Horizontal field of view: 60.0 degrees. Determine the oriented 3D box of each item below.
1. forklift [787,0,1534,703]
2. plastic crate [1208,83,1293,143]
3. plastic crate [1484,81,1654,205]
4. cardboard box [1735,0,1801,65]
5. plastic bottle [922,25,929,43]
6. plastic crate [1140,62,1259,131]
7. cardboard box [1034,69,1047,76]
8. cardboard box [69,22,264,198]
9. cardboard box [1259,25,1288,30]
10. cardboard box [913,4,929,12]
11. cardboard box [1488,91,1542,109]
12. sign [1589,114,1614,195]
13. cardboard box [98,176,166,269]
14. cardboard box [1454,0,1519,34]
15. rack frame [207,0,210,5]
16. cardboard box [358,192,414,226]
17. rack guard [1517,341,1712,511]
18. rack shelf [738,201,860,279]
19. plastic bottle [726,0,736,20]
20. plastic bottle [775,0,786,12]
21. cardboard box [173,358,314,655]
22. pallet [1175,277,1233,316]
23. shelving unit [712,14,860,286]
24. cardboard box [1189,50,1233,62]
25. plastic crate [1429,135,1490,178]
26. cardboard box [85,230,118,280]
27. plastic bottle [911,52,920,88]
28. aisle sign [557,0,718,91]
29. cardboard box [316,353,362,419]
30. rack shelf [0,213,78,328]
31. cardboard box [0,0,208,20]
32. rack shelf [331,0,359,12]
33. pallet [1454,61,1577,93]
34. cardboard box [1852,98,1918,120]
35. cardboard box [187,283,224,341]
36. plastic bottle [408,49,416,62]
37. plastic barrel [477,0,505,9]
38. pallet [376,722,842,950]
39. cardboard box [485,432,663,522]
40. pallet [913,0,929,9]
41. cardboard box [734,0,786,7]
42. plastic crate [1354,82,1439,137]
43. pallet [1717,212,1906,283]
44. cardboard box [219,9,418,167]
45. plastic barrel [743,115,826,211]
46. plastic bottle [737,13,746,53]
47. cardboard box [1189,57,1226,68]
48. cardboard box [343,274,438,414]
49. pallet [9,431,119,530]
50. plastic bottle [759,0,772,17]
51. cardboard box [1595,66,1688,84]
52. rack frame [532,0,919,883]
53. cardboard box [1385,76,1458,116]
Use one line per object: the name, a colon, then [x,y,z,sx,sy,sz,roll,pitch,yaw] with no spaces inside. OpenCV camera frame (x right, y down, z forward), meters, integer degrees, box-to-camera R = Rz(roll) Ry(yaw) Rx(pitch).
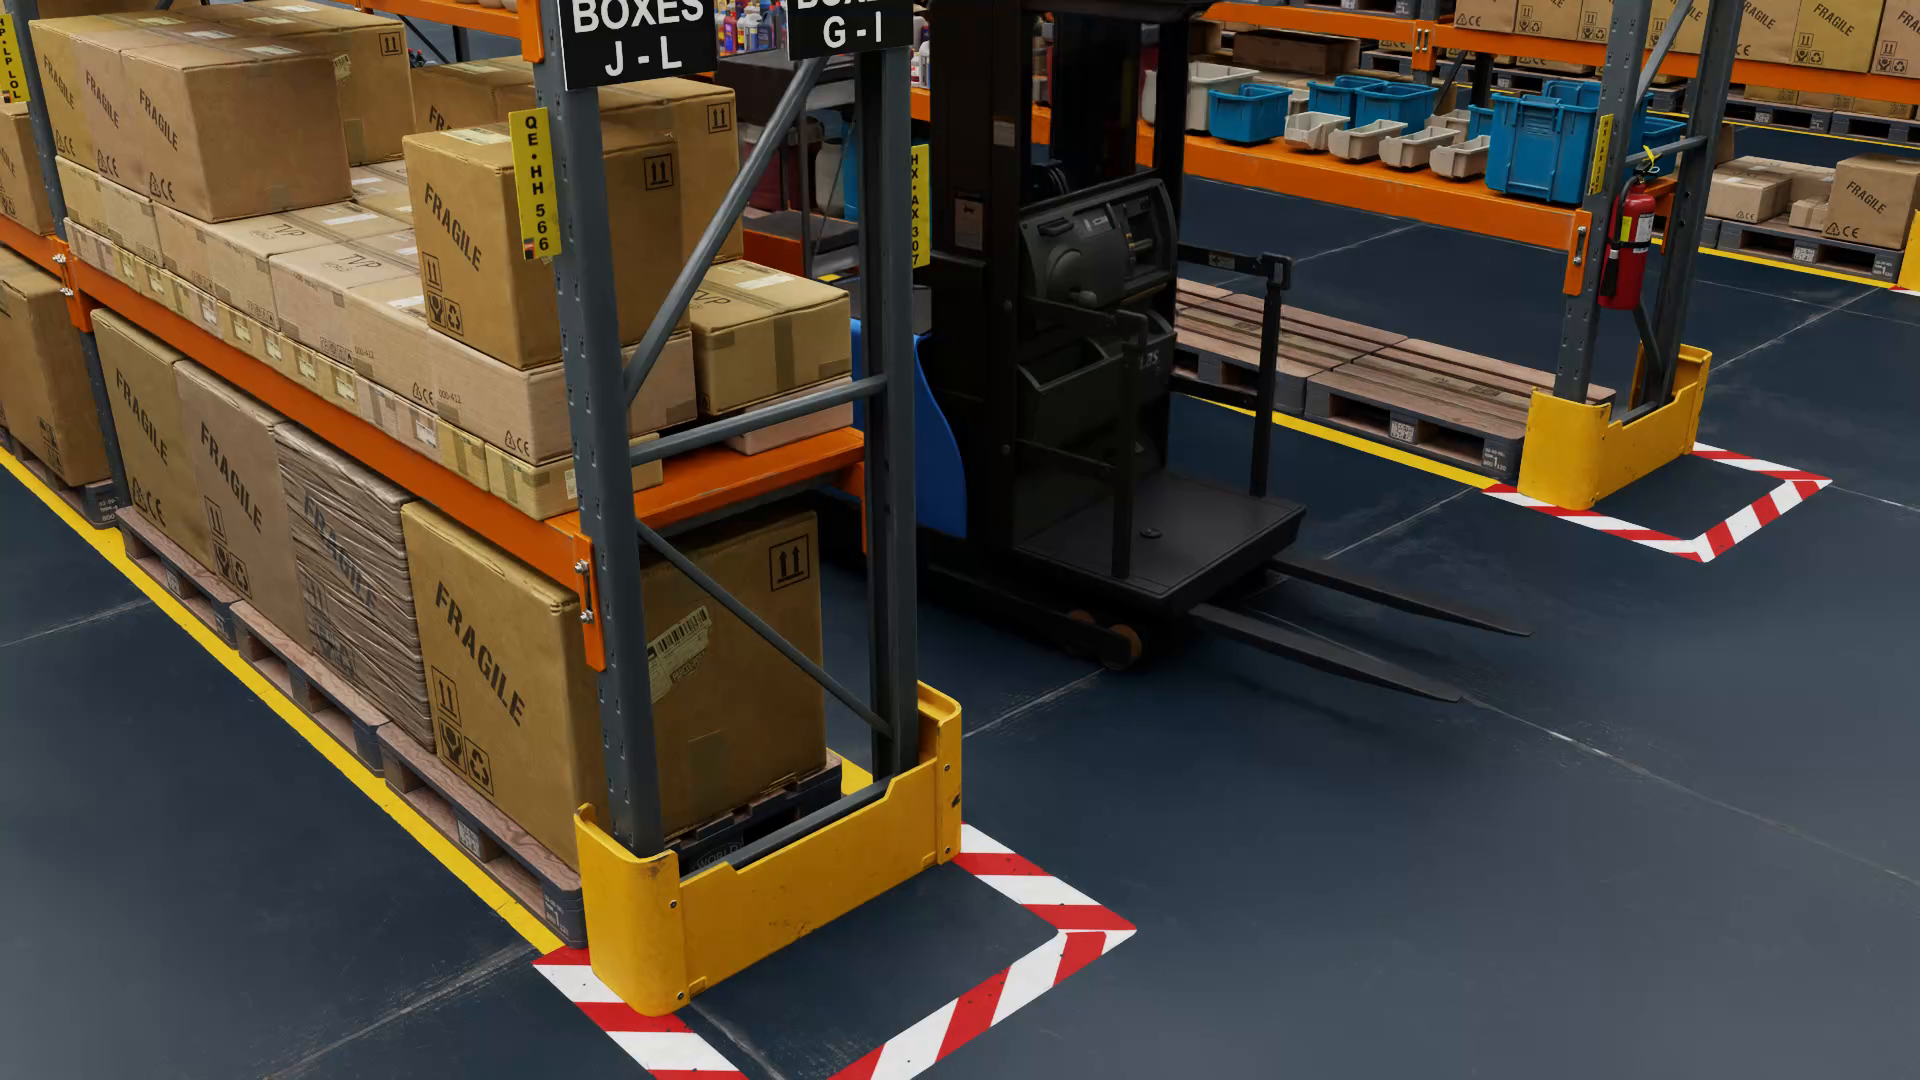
forklift: [0.694,-1.097,6.124,3.031,2.935,1.130,19,31,35]
plastic crate: [1.495,-2.207,8.603,0.416,0.233,0.300,-21,32,-38]
plastic crate: [2.721,-1.798,7.463,0.616,0.435,0.499,-21,32,-38]
cardboard box: [5.505,-3.523,11.239,0.500,0.500,0.500,-21,32,-38]
plastic bottle: [-0.194,-3.366,11.156,0.061,0.283,0.133,-21,32,-38]
plastic crate: [1.261,-2.377,8.916,0.437,0.282,0.530,-21,32,-38]
cardboard box: [0.698,-4.564,16.448,0.500,0.250,0.500,-20,31,-37]
cardboard box: [-2.792,-1.552,5.958,0.500,0.500,0.500,-21,32,-38]
cardboard box: [4.052,-6.396,20.138,0.700,0.500,0.500,-21,32,-39]
cardboard box: [-0.652,-5.744,18.358,0.500,0.311,0.500,-20,31,-37]
cardboard box: [4.567,-3.293,13.336,0.500,0.500,0.500,-21,32,-38]
sign: [2.695,-1.620,6.990,0.100,0.325,0.005,-21,32,-38]
cardboard box: [-2.797,-1.212,6.114,0.500,0.250,0.500,-21,32,-39]
cardboard box: [4.120,-4.136,12.582,0.500,0.500,0.500,-20,31,-37]
rack frame: [-7.850,-6.554,18.002,1.000,3.000,0.127,-21,32,-38]
cardboard box: [-1.722,-1.056,5.773,0.500,0.250,0.500,-22,32,-39]
rack guard: [3.112,-0.566,7.887,1.175,0.500,0.348,-21,32,-38]
rack shelf: [-0.712,-1.160,7.296,0.480,0.518,0.431,19,31,35]
plastic bottle: [-1.729,-3.998,12.639,0.097,0.201,0.097,0,25,0]
plastic bottle: [-1.305,-3.842,12.213,0.097,0.271,0.097,0,25,0]
cardboard box: [-2.256,-0.242,6.221,0.875,0.875,0.875,-21,32,-38]
pallet: [0.883,-1.438,10.147,1.003,0.211,1.213,-21,32,-38]
shelving unit: [-0.712,-1.173,7.291,0.503,2.100,0.431,19,31,35]
cardboard box: [2.400,-4.223,15.376,0.500,0.500,0.500,22,33,40]
plastic crate: [2.396,-1.809,7.848,0.396,0.136,0.243,-21,32,-38]
cardboard box: [-3.125,-1.135,6.427,0.250,0.149,0.380,23,33,40]
plastic bottle: [-0.253,-2.883,10.195,0.097,0.201,0.097,0,25,0]
aisle sign: [-0.699,-1.377,3.523,0.394,0.787,0.004,-21,32,-38]
cardboard box: [-1.713,-0.511,5.058,0.380,0.149,0.250,-22,33,-40]
rack shelf: [-4.631,-1.792,8.430,1.077,0.370,4.000,-21,32,-38]
cardboard box: [-3.706,-2.206,7.143,0.797,0.503,0.637,-22,33,-40]
rack shelf: [-6.483,-5.621,16.823,1.077,0.370,4.000,-21,32,-38]
pallet: [6.163,-5.042,18.048,1.003,0.211,1.213,-21,32,-38]
cardboard box: [8.710,-4.218,15.387,0.700,0.500,0.500,-20,31,-37]
cardboard box: [-2.418,-0.822,5.741,0.380,0.149,0.250,-21,32,-38]
plastic bottle: [-5.494,-4.756,16.724,0.185,0.351,0.144,22,33,40]
plastic barrel: [-3.825,-4.698,13.771,0.433,0.535,0.433,0,25,0]
pallet: [-1.133,0.747,5.358,1.003,0.211,1.213,-21,32,-38]
cardboard box: [-1.013,-0.202,4.380,0.380,0.149,0.250,-20,32,-38]
pallet: [-0.037,-7.817,24.130,1.003,0.211,1.213,-21,32,-38]
cardboard box: [-2.308,-6.261,19.263,0.500,0.500,0.500,-21,32,-38]
plastic crate: [2.257,-2.225,8.642,0.416,0.233,0.300,-21,32,-38]
pallet: [6.107,-2.106,11.612,1.003,0.211,1.213,-21,32,-38]
cardboard box: [-2.415,-1.705,6.292,0.500,0.500,0.500,-21,32,-38]
plastic barrel: [-1.263,-2.739,12.038,0.600,0.588,0.708,-21,32,-38]
plastic bottle: [-1.474,-3.456,11.367,0.097,0.271,0.097,0,25,0]
cardboard box: [2.040,-4.068,15.034,0.500,0.500,0.500,-22,32,-39]
cardboard box: [-1.401,-0.594,4.760,0.500,0.250,0.500,-22,32,-39]
pallet: [-3.846,-0.457,7.997,1.003,0.211,1.213,-21,32,-38]
plastic bottle: [-1.438,-3.901,12.342,0.097,0.271,0.097,0,25,0]
cardboard box: [7.044,-5.102,16.903,0.750,0.750,0.750,-21,32,-38]
rack frame: [-0.530,-0.301,4.296,1.000,3.000,0.127,-21,32,-38]
cardboard box: [3.817,-3.601,14.011,0.500,0.500,0.500,22,33,39]
